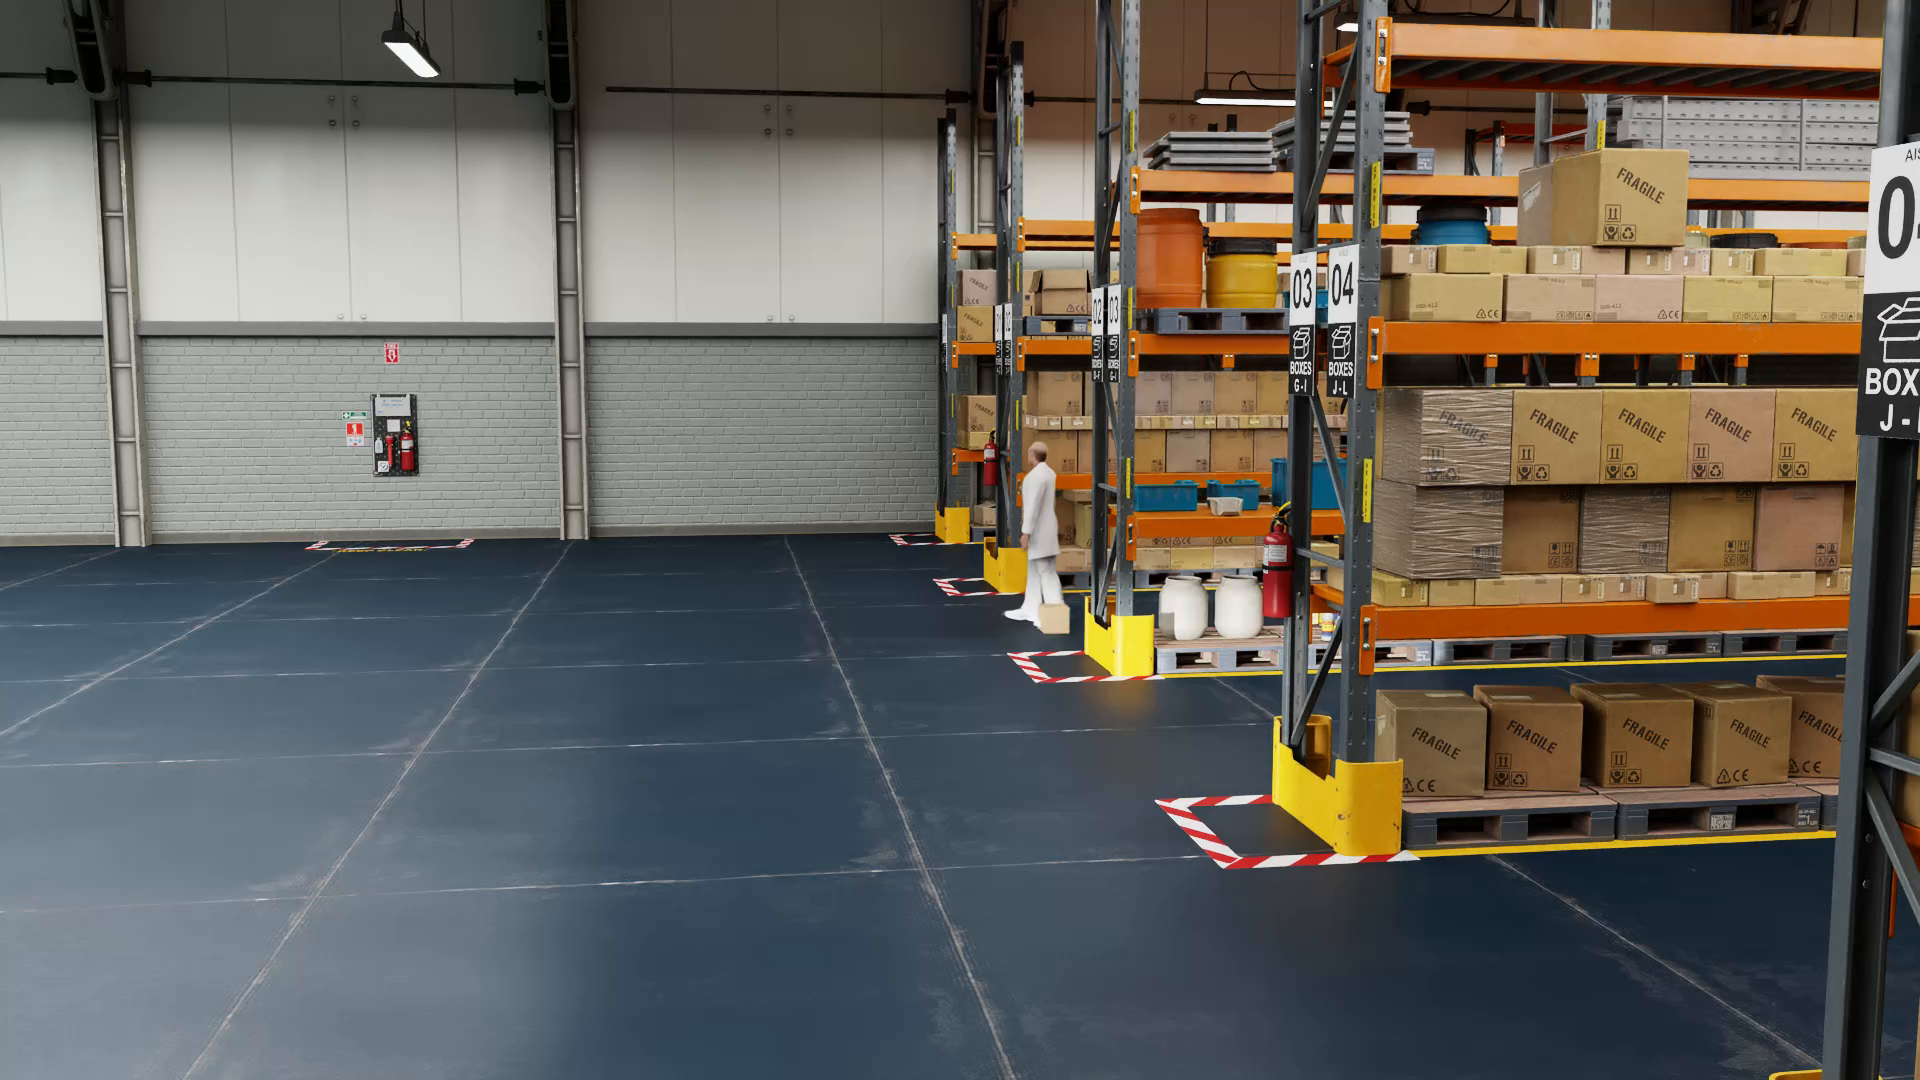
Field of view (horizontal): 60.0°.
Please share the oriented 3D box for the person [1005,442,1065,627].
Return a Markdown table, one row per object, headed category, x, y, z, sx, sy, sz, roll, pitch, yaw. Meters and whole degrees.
| category | x | y | z | sx | sy | sz | roll | pitch | yaw |
| --- | --- | --- | --- | --- | --- | --- | --- | --- | --- |
| person | 0.741 | -0.069 | 16.162 | 0.658 | 1.773 | 0.657 | 1 | 6 | 11 |
